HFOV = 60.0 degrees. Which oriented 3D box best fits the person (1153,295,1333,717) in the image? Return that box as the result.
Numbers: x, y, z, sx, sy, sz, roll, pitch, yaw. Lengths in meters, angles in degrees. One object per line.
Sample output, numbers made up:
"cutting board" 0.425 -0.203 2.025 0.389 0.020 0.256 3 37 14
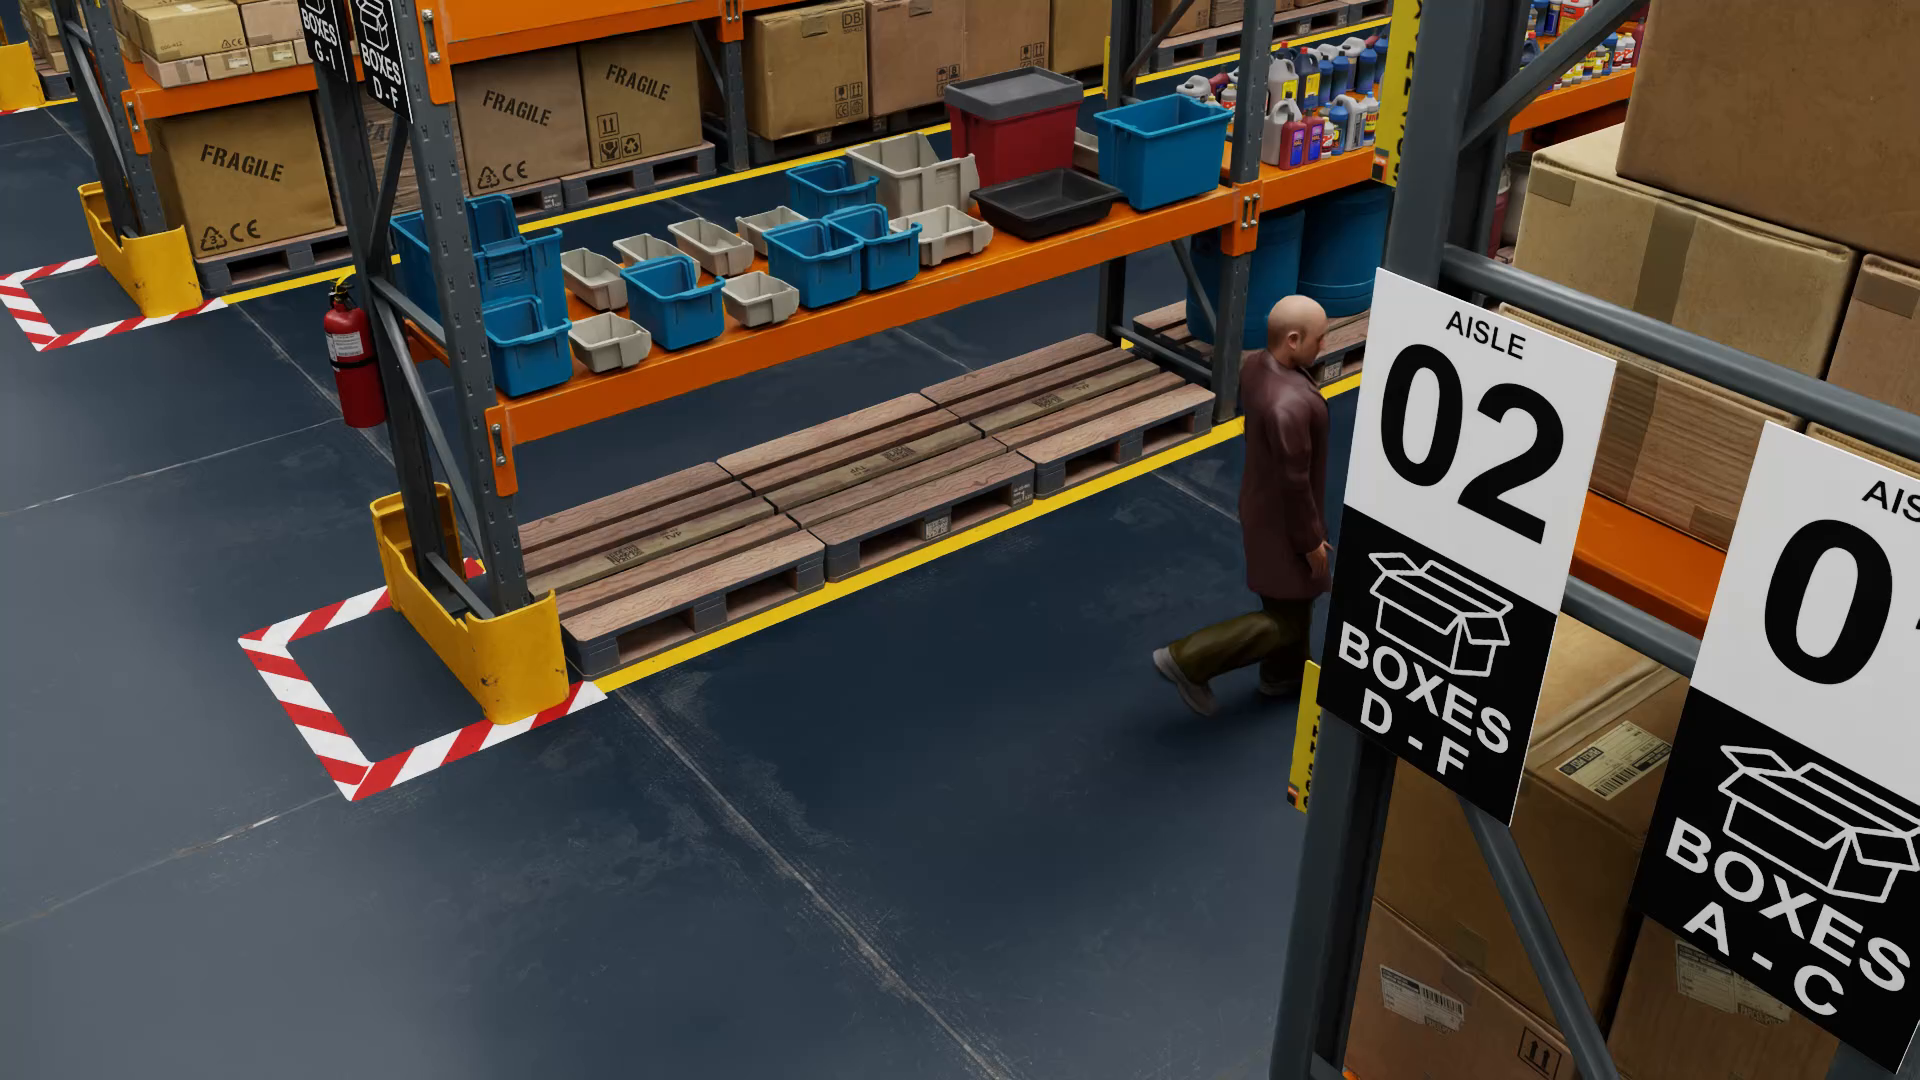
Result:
"person" 1.172 -0.086 6.275 0.838 1.764 0.606 0 32 0
